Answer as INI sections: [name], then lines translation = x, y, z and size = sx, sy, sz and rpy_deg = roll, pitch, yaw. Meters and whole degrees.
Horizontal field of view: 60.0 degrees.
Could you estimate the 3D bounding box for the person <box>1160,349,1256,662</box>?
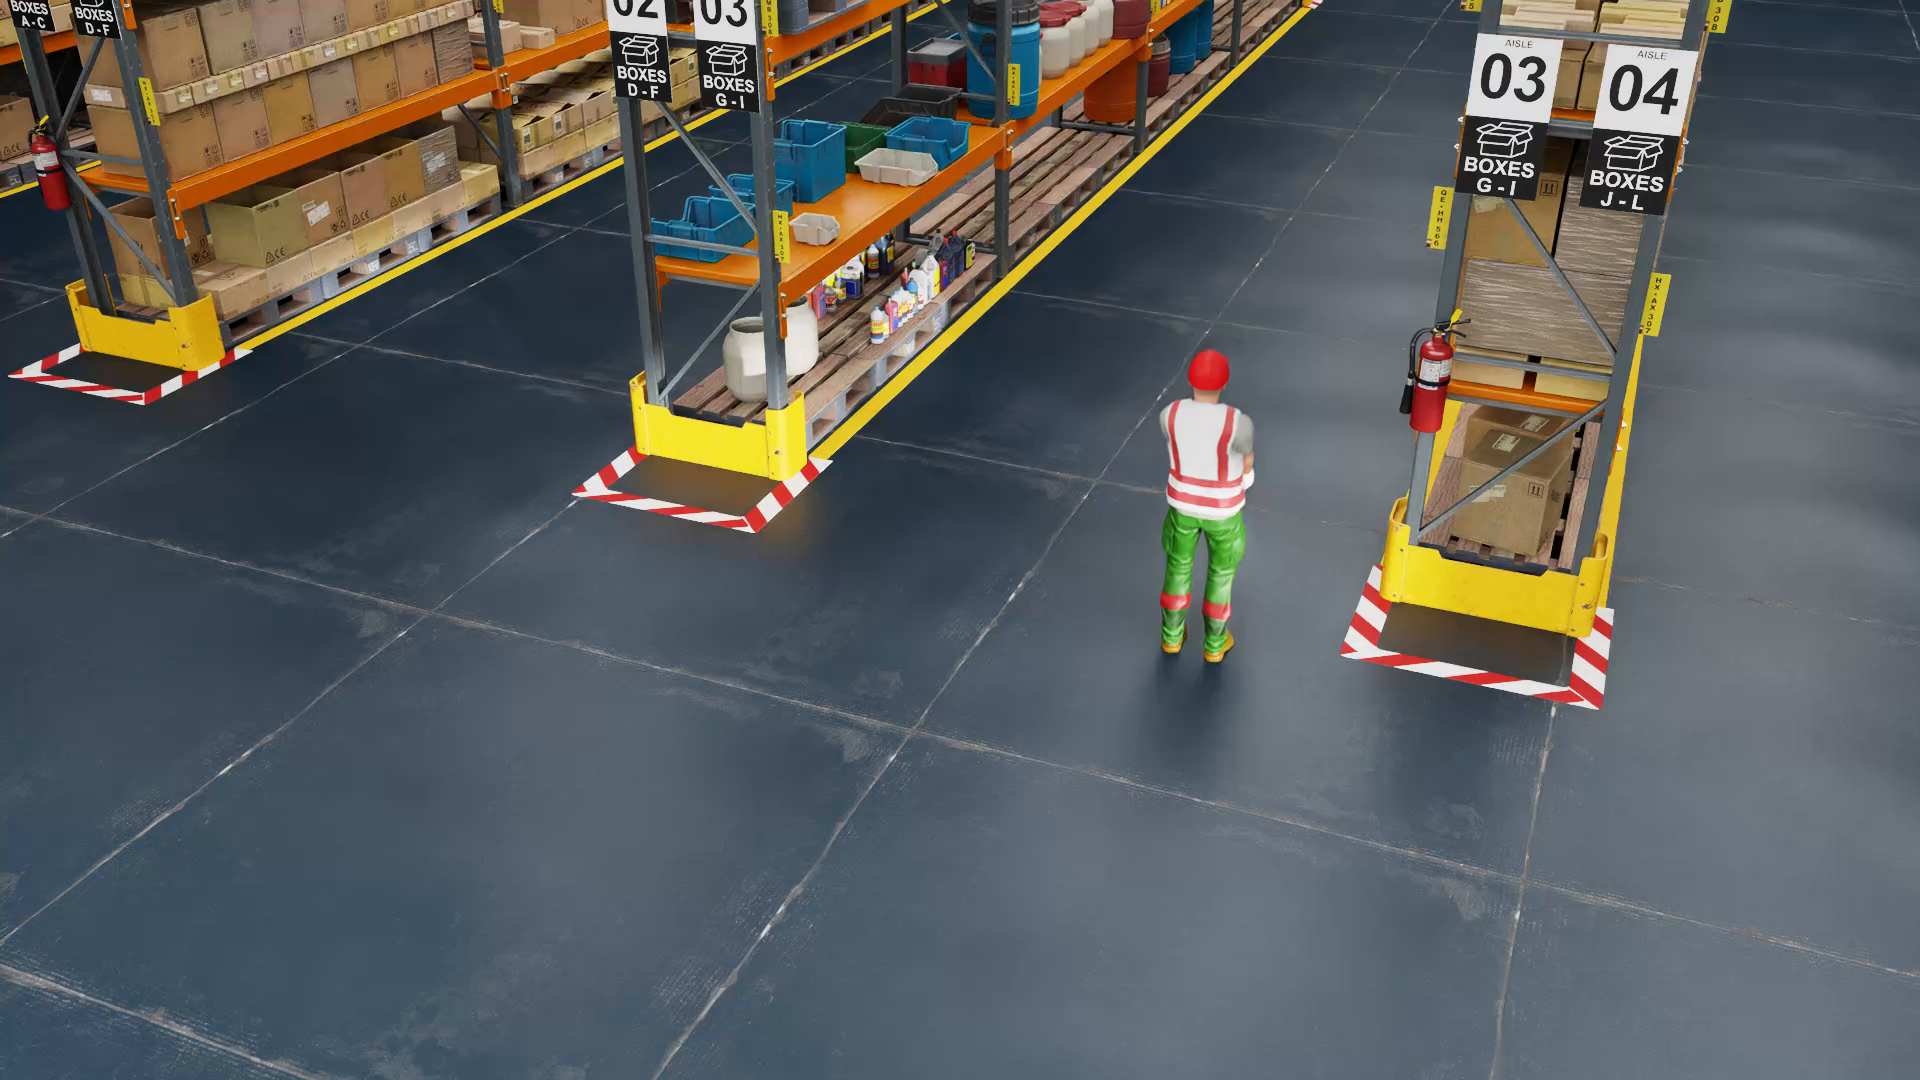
[person]
translation = 1.310, -0.232, 8.794
size = 0.494, 1.783, 0.567
rpy_deg = 12, 31, 20
